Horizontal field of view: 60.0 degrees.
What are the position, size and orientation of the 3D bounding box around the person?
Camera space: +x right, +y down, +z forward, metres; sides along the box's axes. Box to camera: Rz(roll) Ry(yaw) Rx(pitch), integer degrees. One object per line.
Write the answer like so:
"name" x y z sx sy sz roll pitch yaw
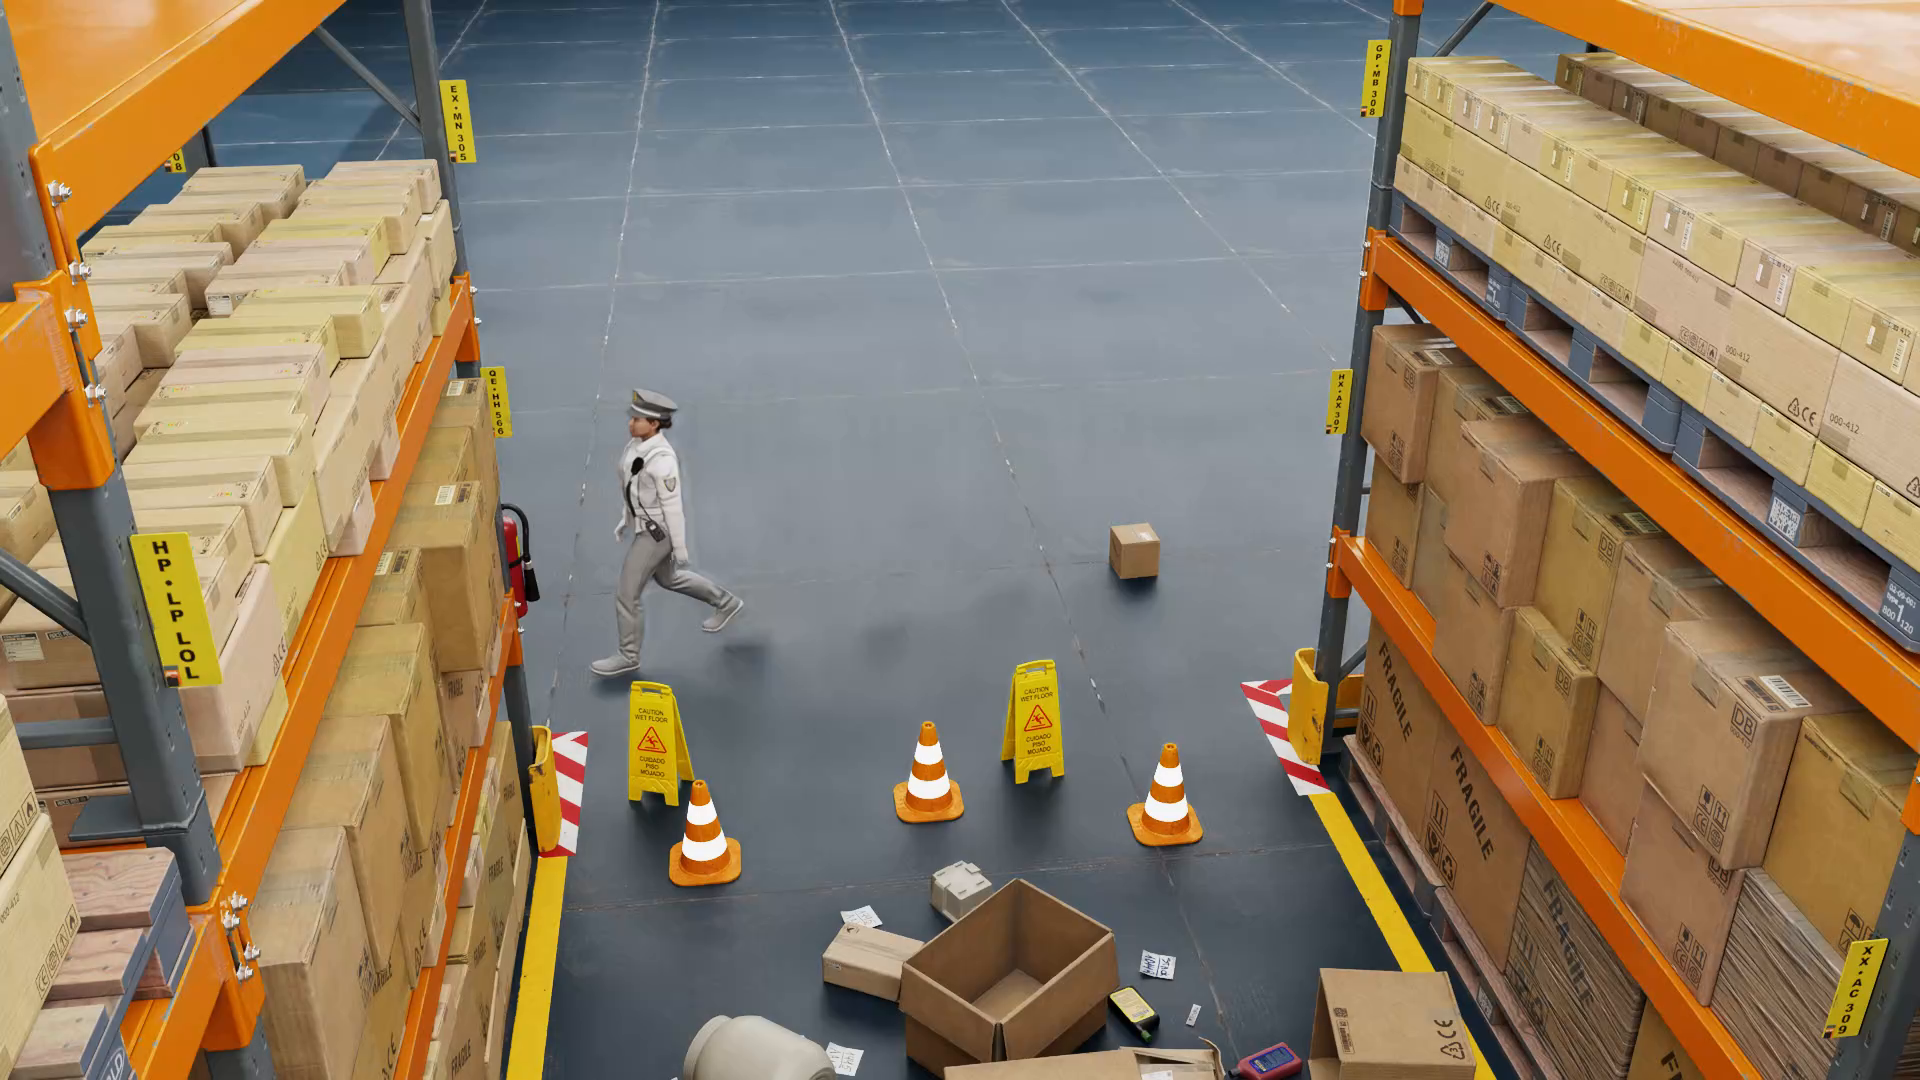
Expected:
"person" -1.670 -0.080 9.196 0.938 1.647 0.479 -10 29 -19
